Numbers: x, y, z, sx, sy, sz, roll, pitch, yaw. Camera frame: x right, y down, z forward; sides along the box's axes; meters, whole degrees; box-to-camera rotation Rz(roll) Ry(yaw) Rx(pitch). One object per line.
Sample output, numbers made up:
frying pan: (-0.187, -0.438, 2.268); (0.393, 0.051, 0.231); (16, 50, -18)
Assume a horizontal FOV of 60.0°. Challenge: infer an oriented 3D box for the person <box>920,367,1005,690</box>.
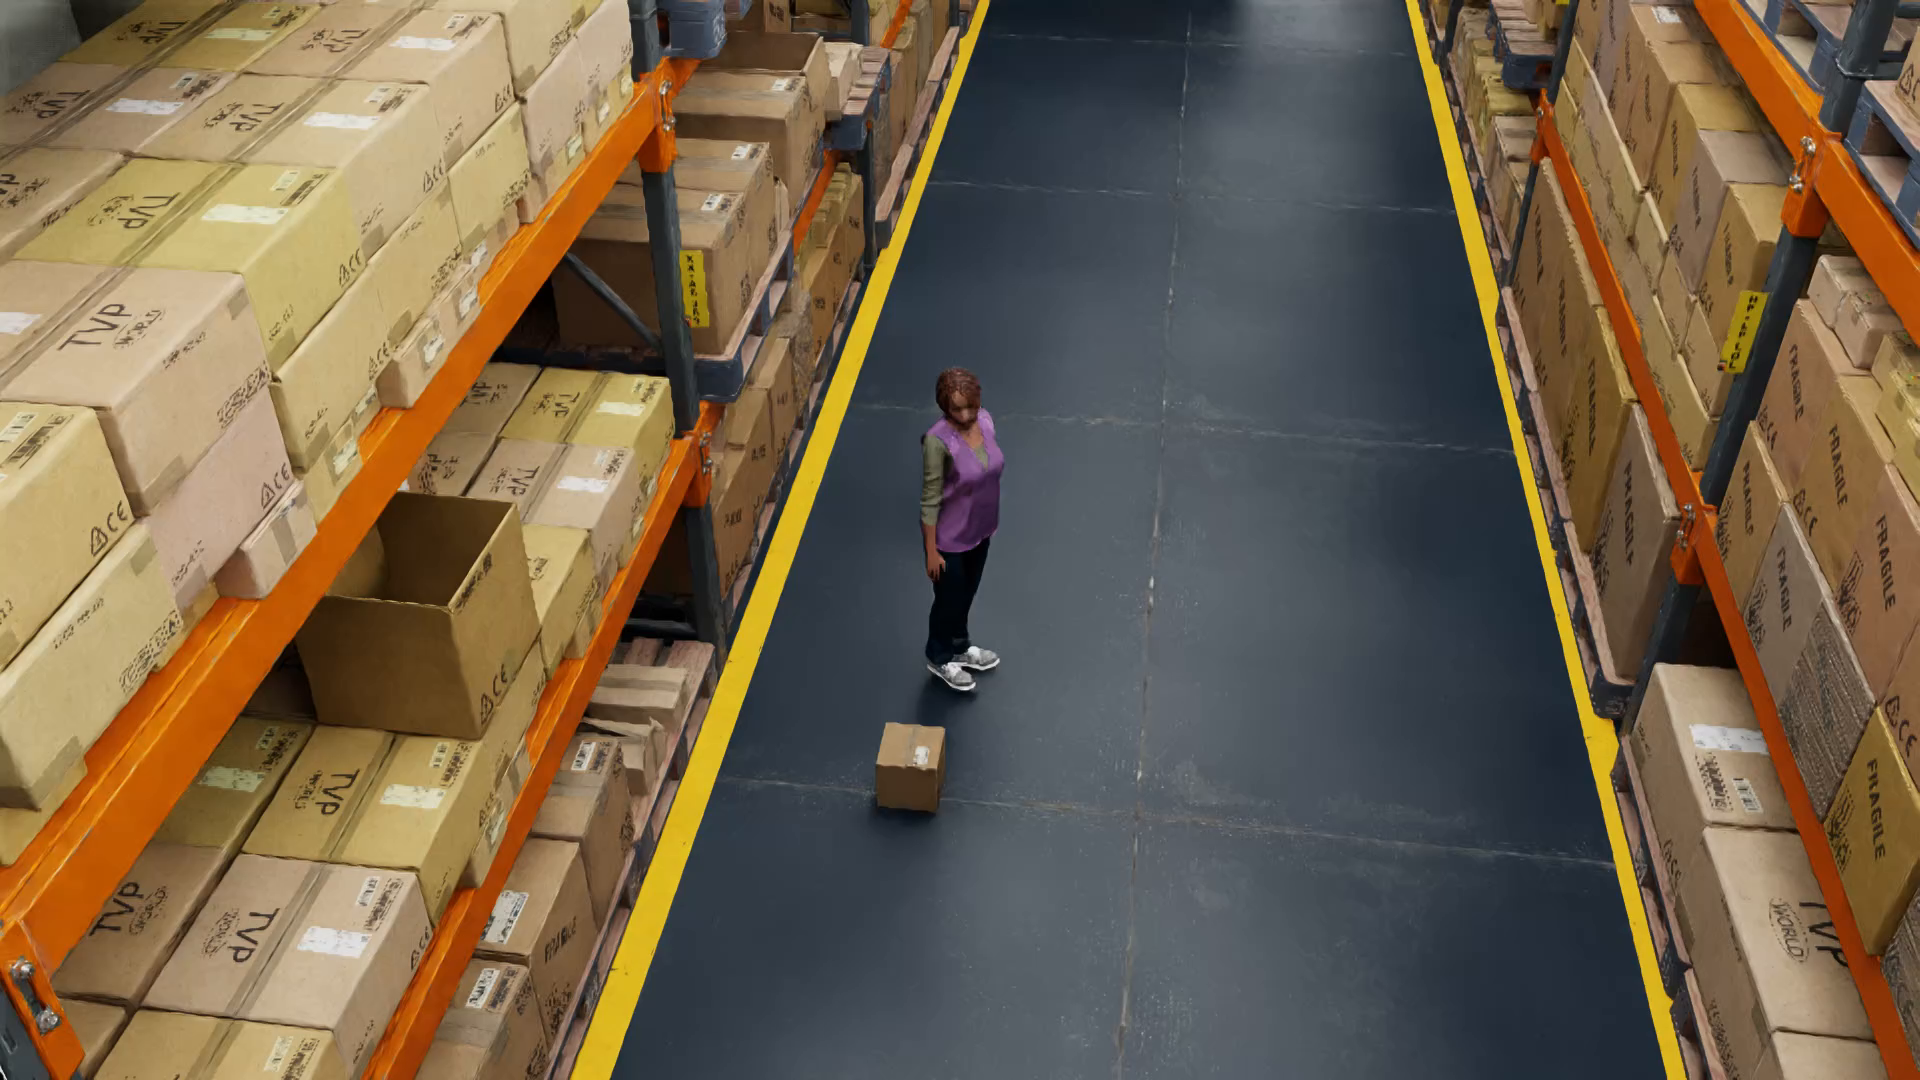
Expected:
person: (0.001, -0.033, 7.061); (0.326, 1.599, 0.465); (24, 43, 29)
